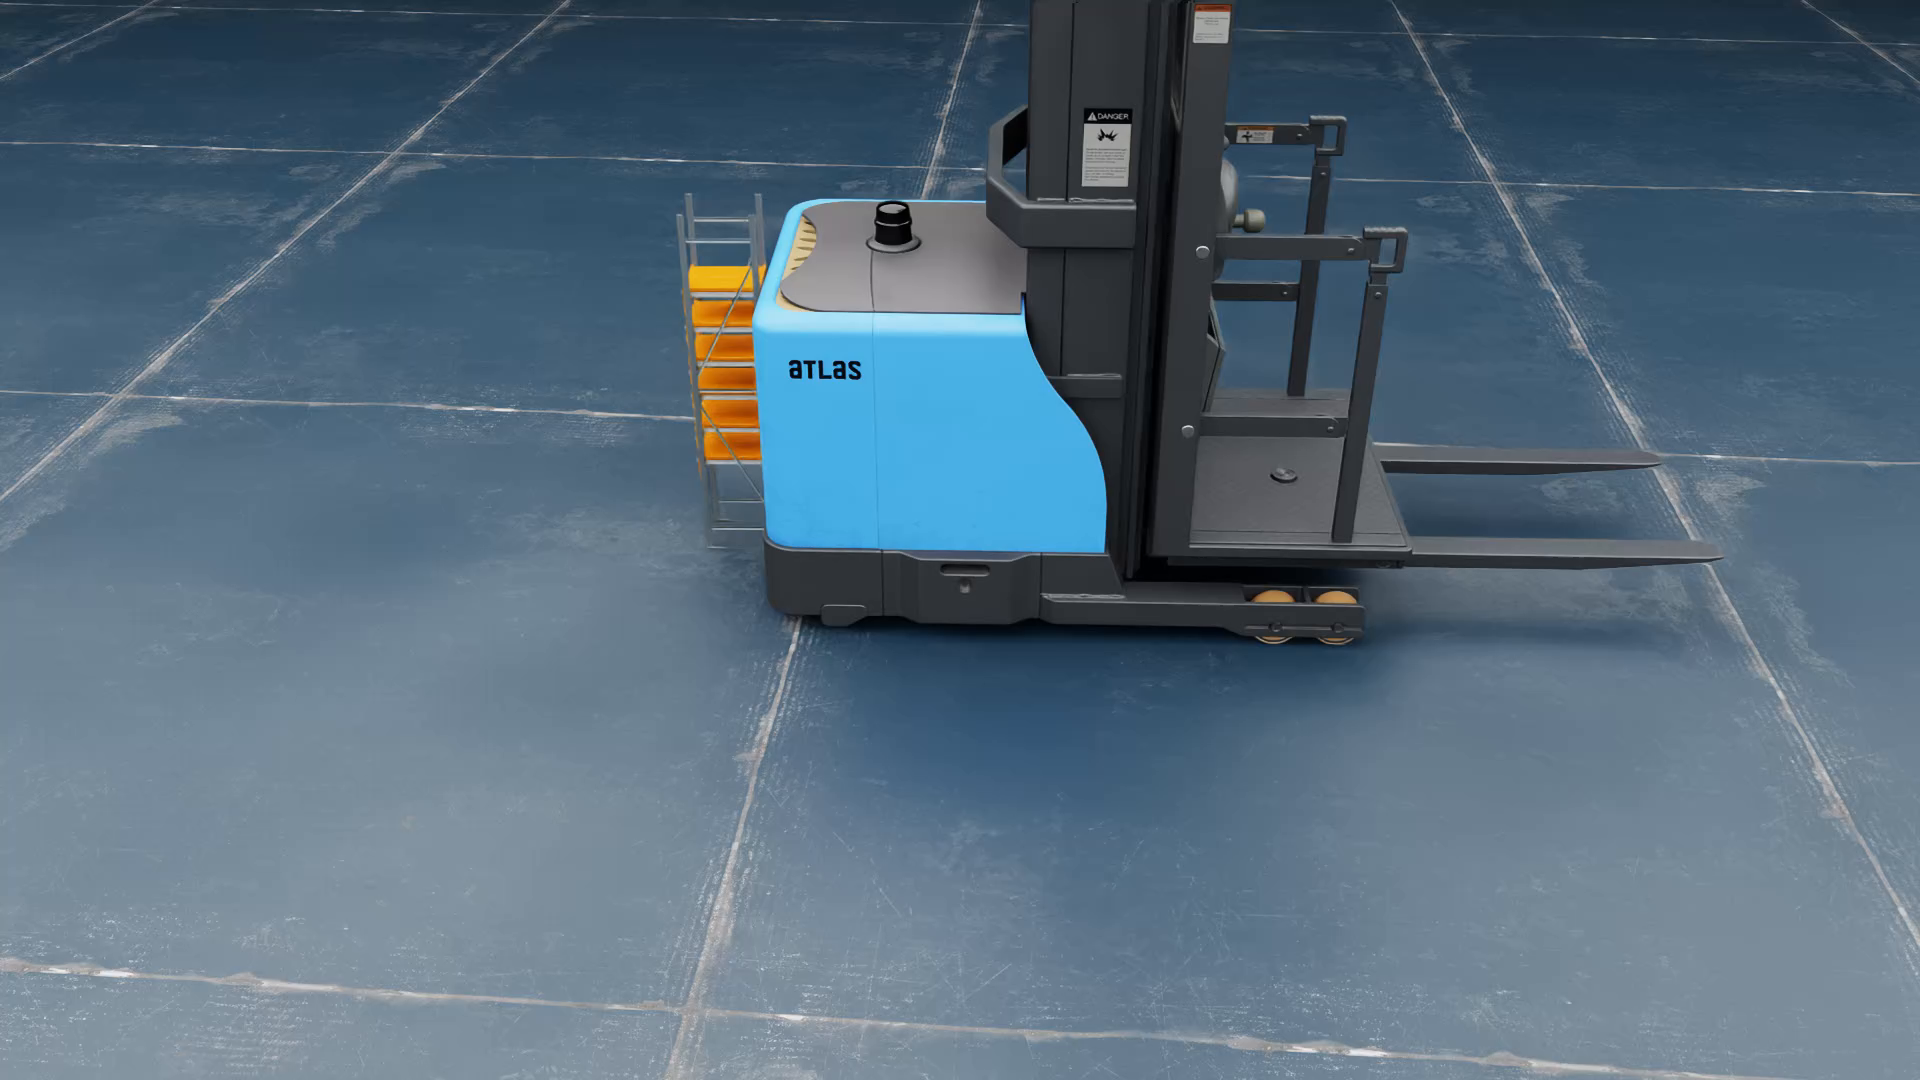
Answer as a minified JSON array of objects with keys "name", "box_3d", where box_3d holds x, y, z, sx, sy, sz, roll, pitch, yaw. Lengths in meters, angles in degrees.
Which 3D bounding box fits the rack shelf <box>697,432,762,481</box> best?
[{"name":"rack shelf","box_3d":[-0.745,-0.287,5.613,0.258,0.103,0.180,0,32,0]}]

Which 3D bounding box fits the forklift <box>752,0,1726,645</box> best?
[{"name":"forklift","box_3d":[0.911,-1.204,4.909,3.031,2.935,1.130,1,32,1]}]

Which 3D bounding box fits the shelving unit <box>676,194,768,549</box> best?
[{"name":"shelving unit","box_3d":[-0.745,-0.529,5.464,0.258,1.200,0.189,0,32,0]}]

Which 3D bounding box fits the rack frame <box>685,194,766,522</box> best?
[{"name":"rack frame","box_3d":[-0.744,-0.577,5.542,0.240,1.200,0.006,0,32,0]}]

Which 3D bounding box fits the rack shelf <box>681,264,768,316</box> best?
[{"name":"rack shelf","box_3d":[-0.745,-0.797,5.299,0.258,0.103,0.180,0,32,0]}]

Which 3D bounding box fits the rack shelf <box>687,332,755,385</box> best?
[{"name":"rack shelf","box_3d":[-0.745,-0.593,5.425,0.258,0.103,0.180,0,32,0]}]

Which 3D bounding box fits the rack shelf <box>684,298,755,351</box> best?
[{"name":"rack shelf","box_3d":[-0.745,-0.695,5.362,0.258,0.103,0.180,0,32,0]}]

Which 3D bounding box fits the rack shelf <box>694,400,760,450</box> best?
[{"name":"rack shelf","box_3d":[-0.745,-0.389,5.551,0.258,0.103,0.180,0,32,0]}]

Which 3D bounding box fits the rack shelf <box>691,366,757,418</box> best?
[{"name":"rack shelf","box_3d":[-0.745,-0.491,5.488,0.258,0.103,0.180,0,32,0]}]

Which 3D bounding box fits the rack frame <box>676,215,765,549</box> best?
[{"name":"rack frame","box_3d":[-0.745,-0.481,5.386,0.240,1.200,0.006,0,32,0]}]
